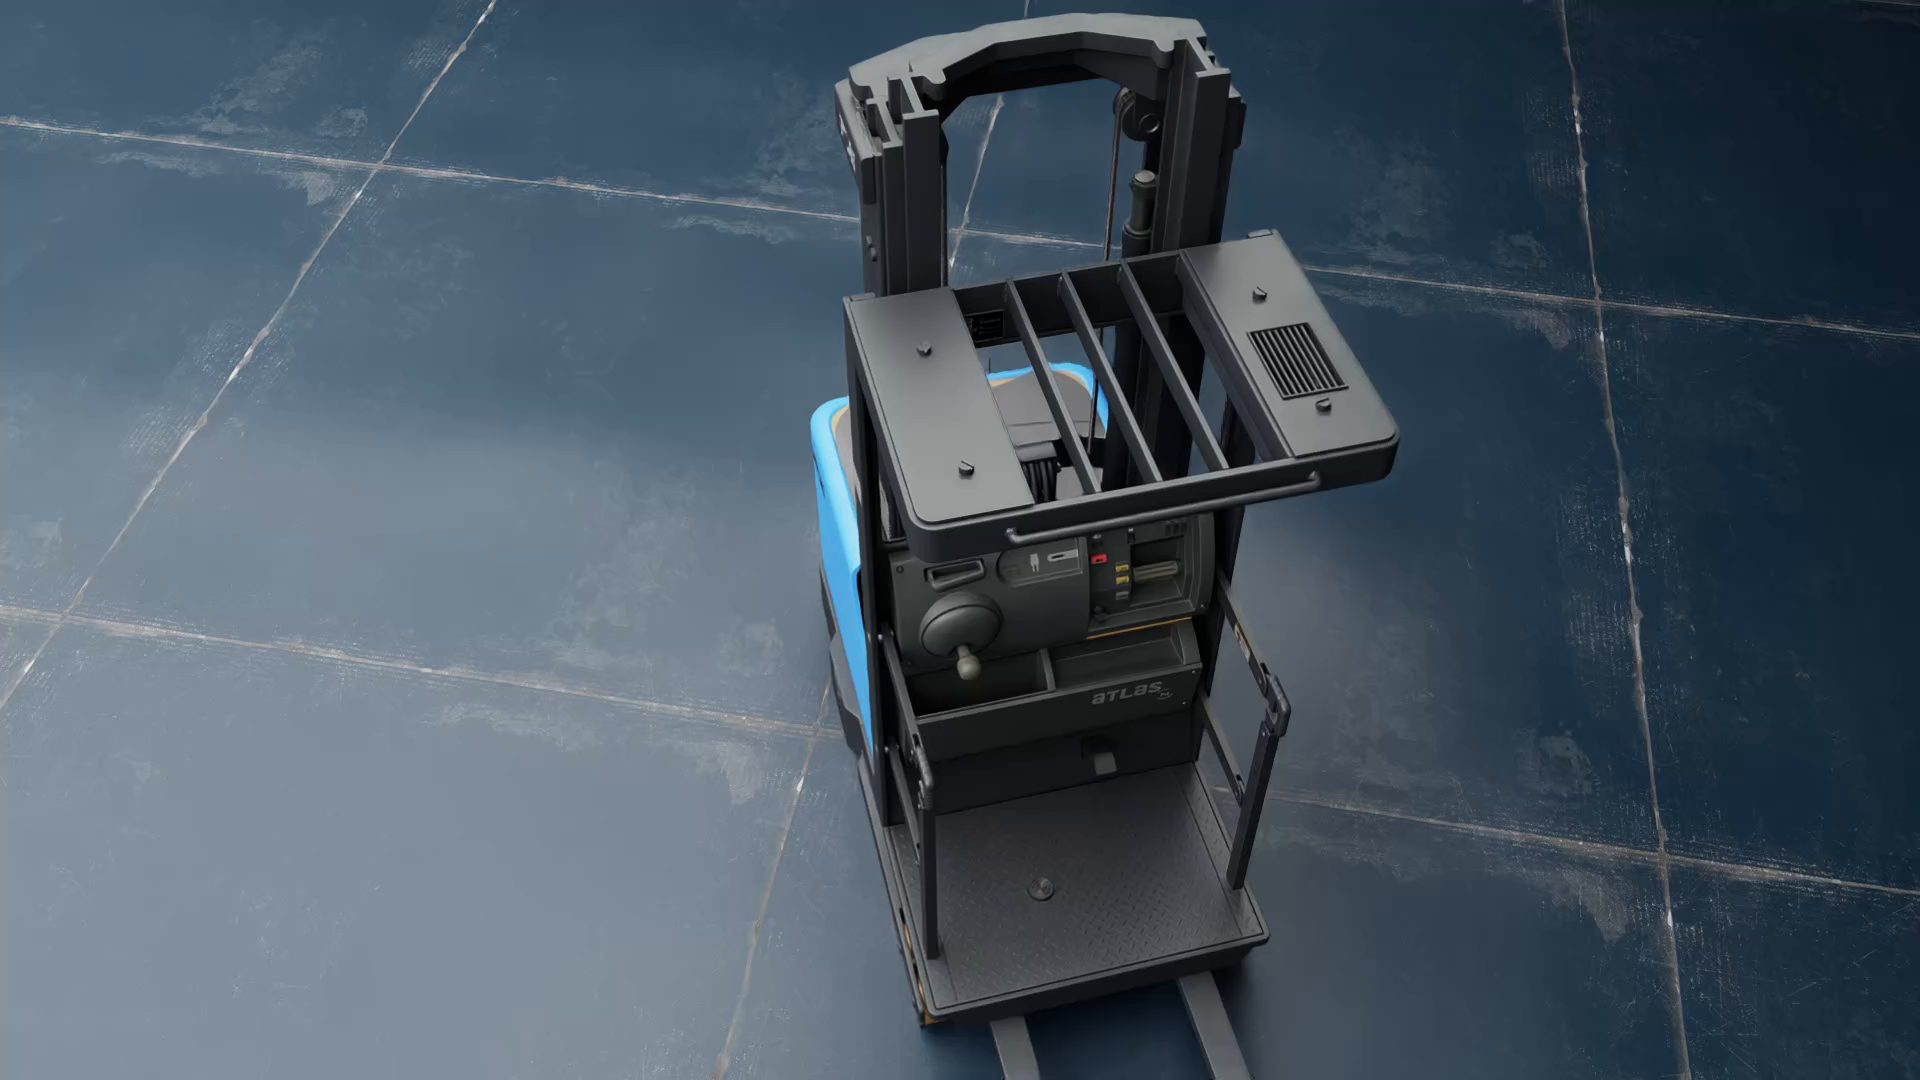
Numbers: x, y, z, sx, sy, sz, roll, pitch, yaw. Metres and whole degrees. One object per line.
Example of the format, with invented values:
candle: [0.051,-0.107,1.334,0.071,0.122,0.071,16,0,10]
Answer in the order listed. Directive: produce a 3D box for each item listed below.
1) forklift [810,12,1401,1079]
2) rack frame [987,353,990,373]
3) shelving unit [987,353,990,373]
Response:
forklift: [0.324,0.241,4.535,1.130,2.935,3.031,-11,49,-9]
rack frame: [0.087,-0.301,6.386,0.006,0.900,0.240,7,49,6]
shelving unit: [-0.014,-0.313,6.397,0.210,0.900,0.258,7,49,6]
